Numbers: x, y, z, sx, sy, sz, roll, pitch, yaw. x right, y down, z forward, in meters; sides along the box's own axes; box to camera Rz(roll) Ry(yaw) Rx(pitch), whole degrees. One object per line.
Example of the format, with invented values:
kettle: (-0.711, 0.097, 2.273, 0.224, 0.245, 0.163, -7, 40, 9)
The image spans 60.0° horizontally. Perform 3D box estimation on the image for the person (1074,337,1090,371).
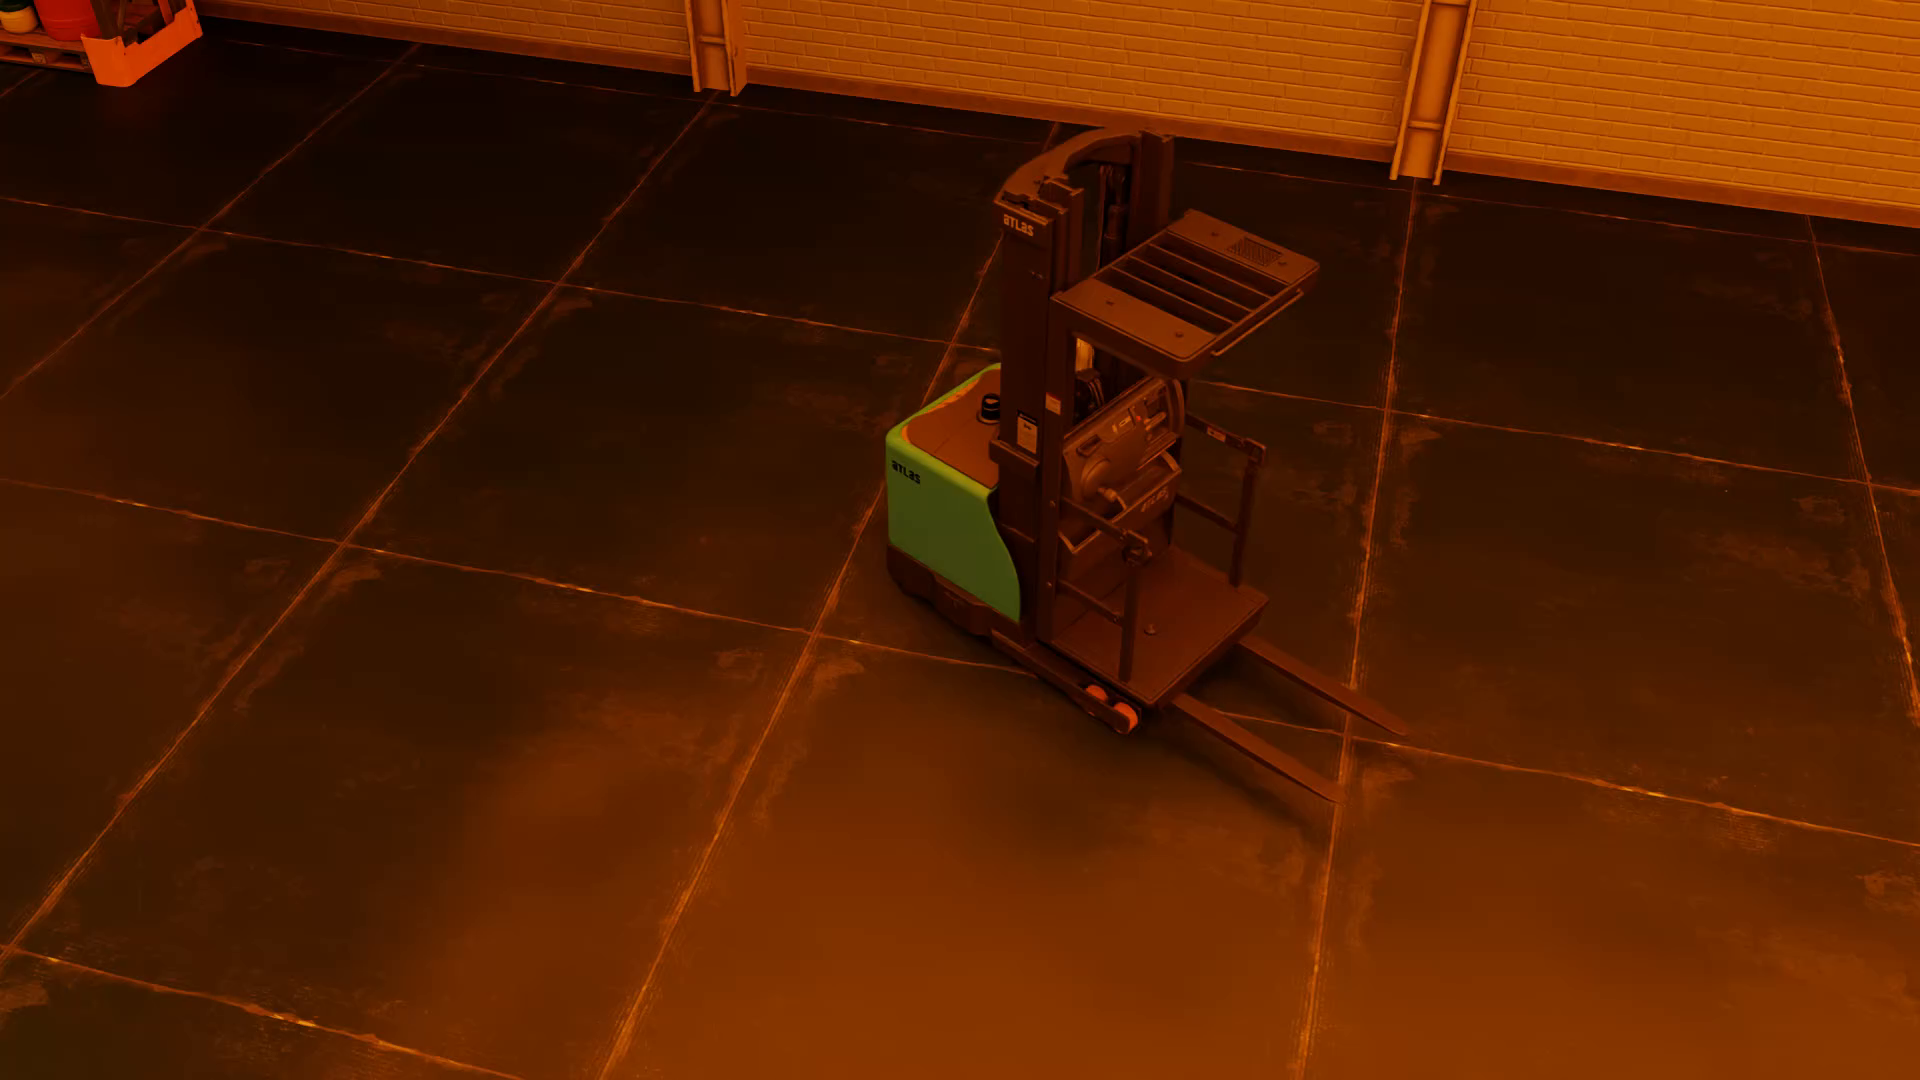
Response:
person: (0.782, -0.917, 9.840, 0.894, 1.701, 0.510, 22, 46, 23)

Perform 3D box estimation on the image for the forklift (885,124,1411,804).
forklift: (0.998, -0.460, 8.387, 3.031, 2.935, 1.130, 31, 50, 30)
